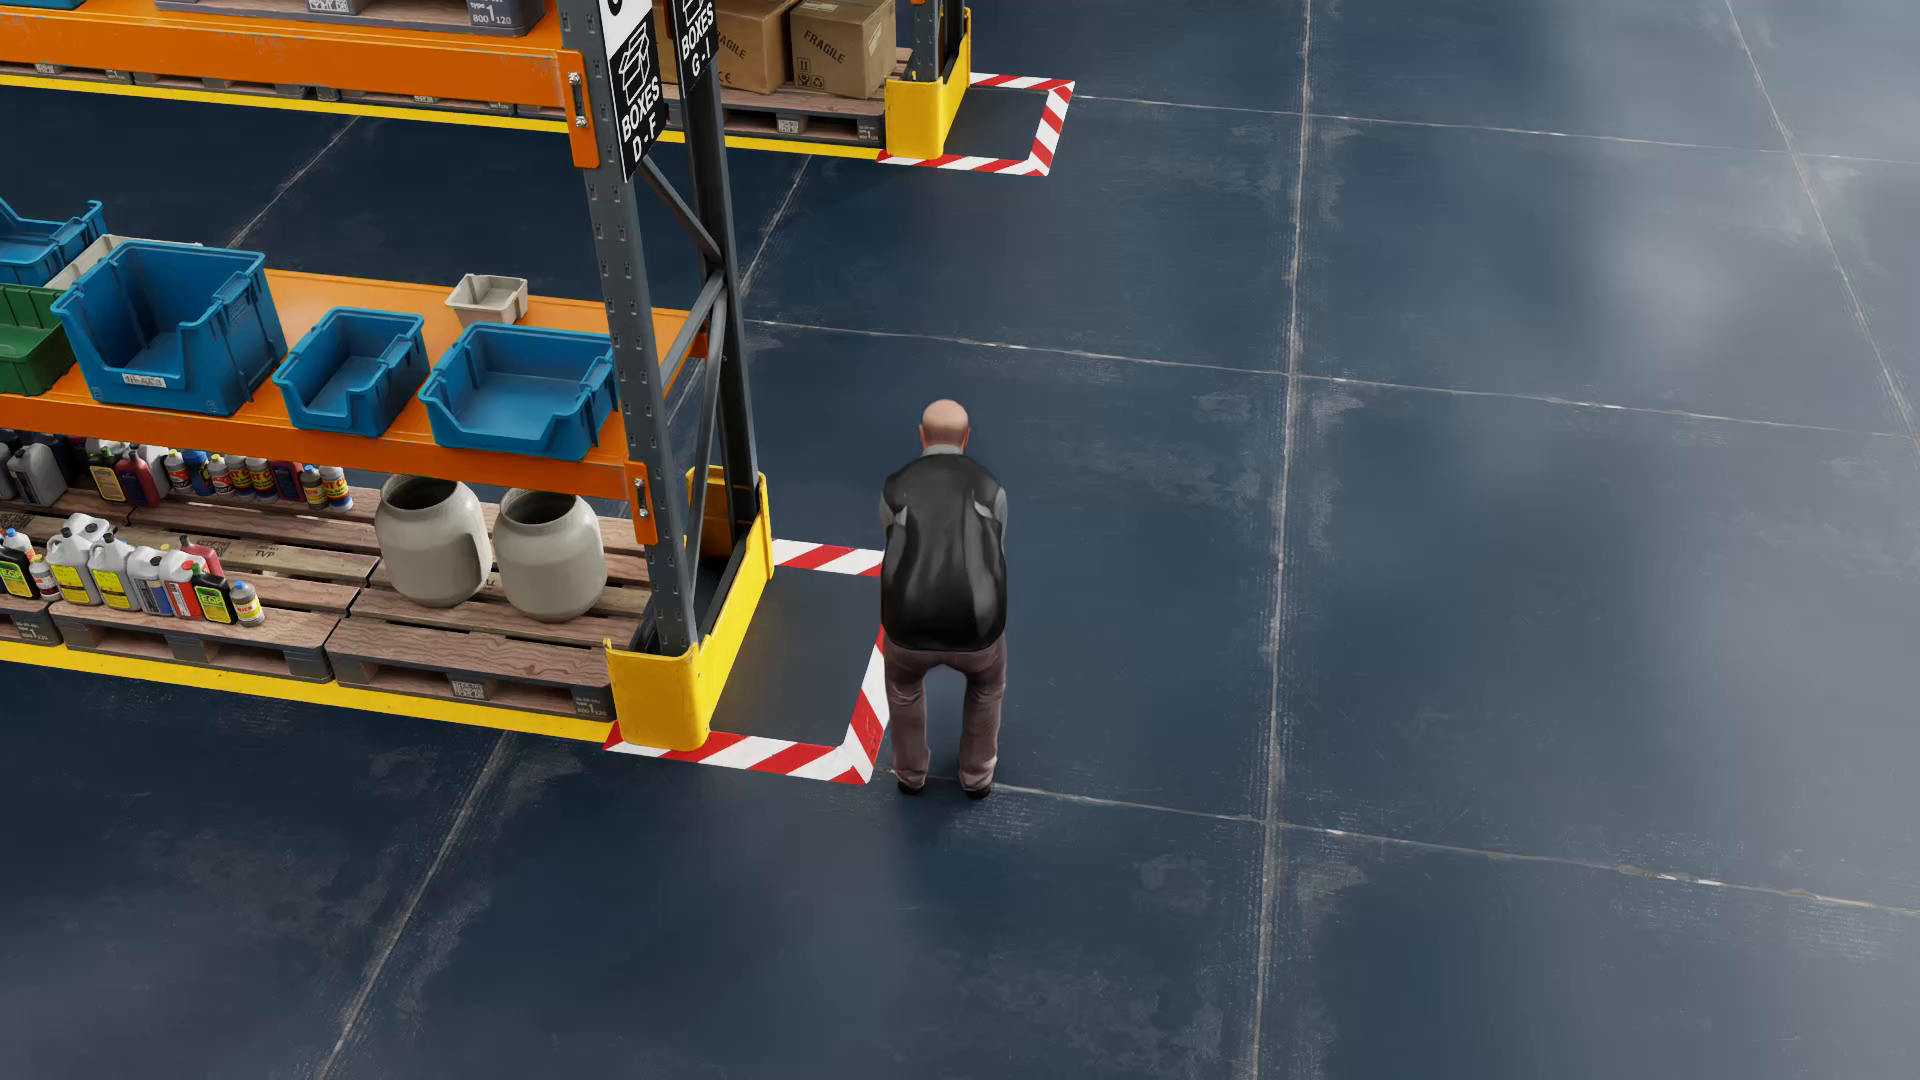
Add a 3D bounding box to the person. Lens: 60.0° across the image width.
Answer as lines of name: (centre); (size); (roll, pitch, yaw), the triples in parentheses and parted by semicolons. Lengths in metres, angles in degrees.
person: (-0.060, 0.253, 6.139); (0.469, 1.388, 0.861); (1, 40, 1)
